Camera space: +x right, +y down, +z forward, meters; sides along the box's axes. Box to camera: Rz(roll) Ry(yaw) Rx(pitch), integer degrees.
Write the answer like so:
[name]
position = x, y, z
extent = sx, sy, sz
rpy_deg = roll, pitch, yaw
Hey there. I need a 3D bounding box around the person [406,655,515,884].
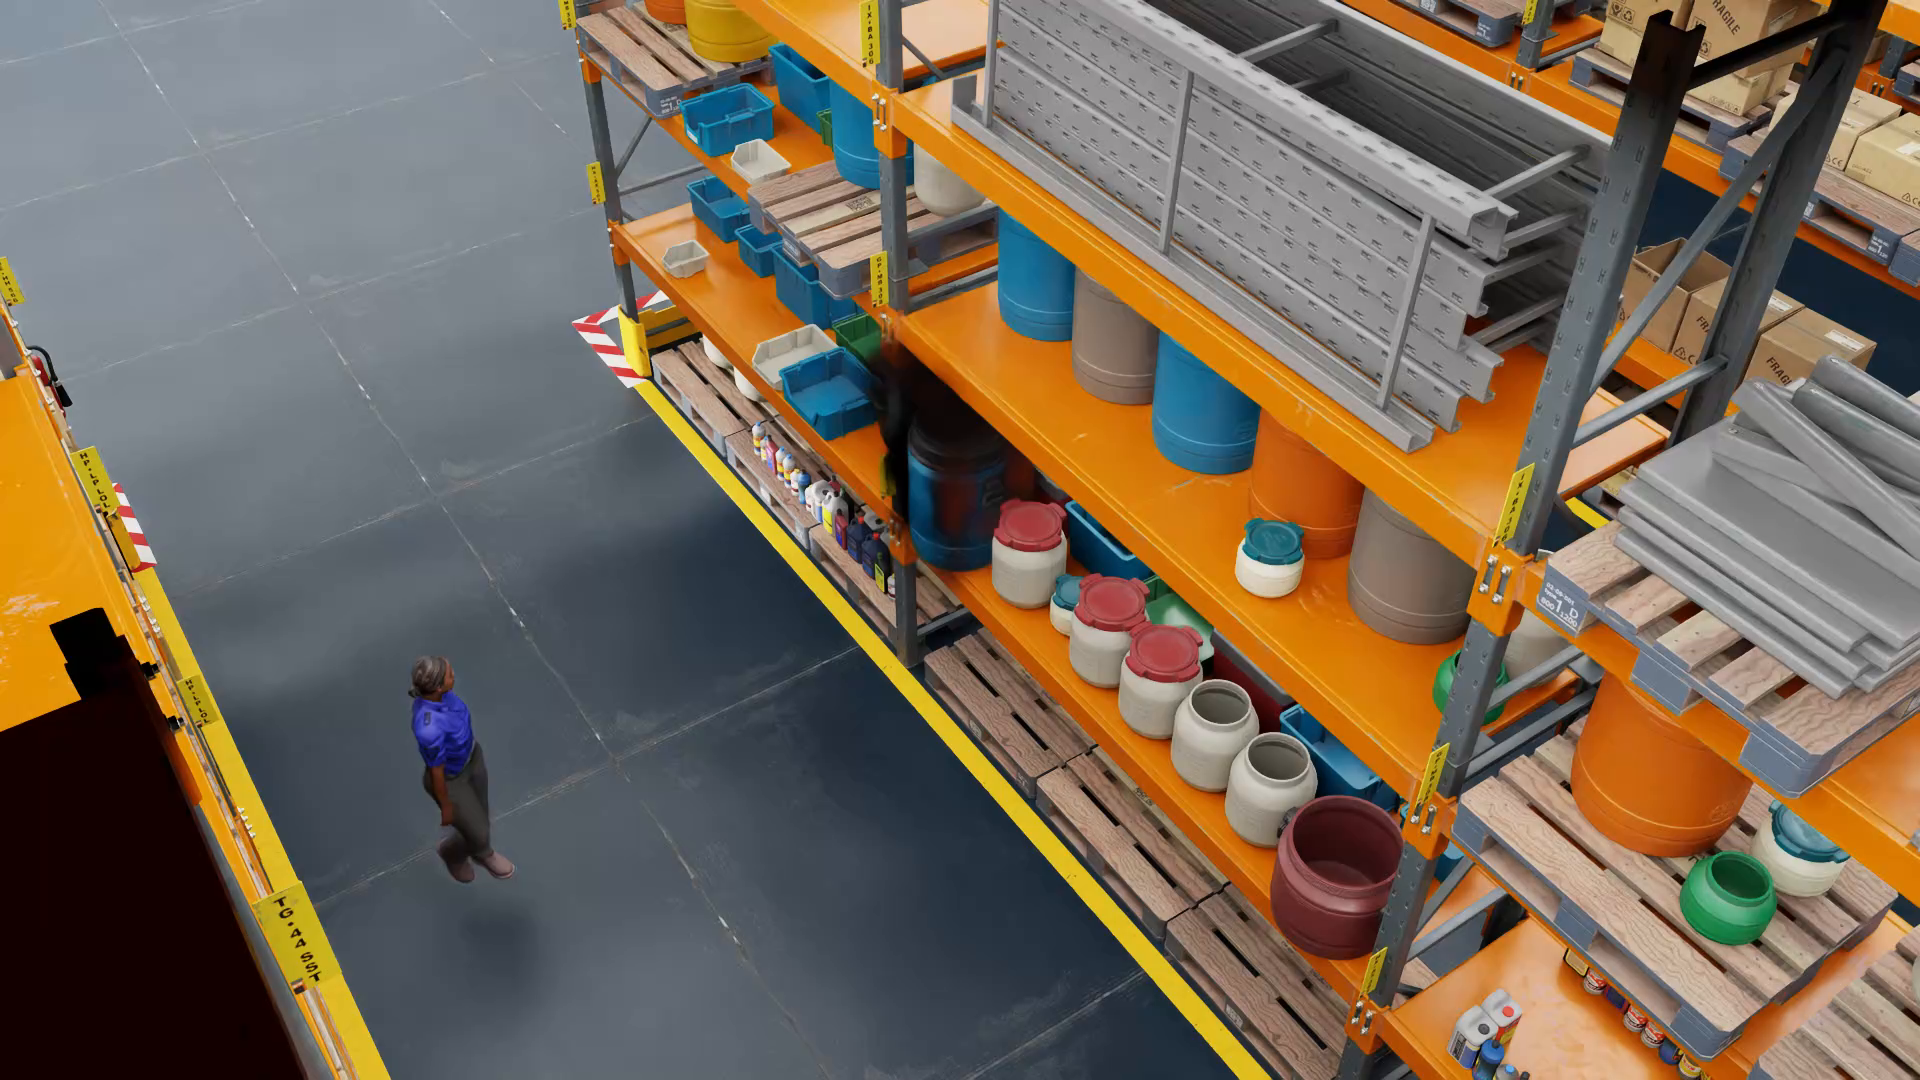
[person]
position = -2.672, 1.302, 8.774
extent = 0.432, 1.566, 0.446
rpy_deg = 13, 44, 13
